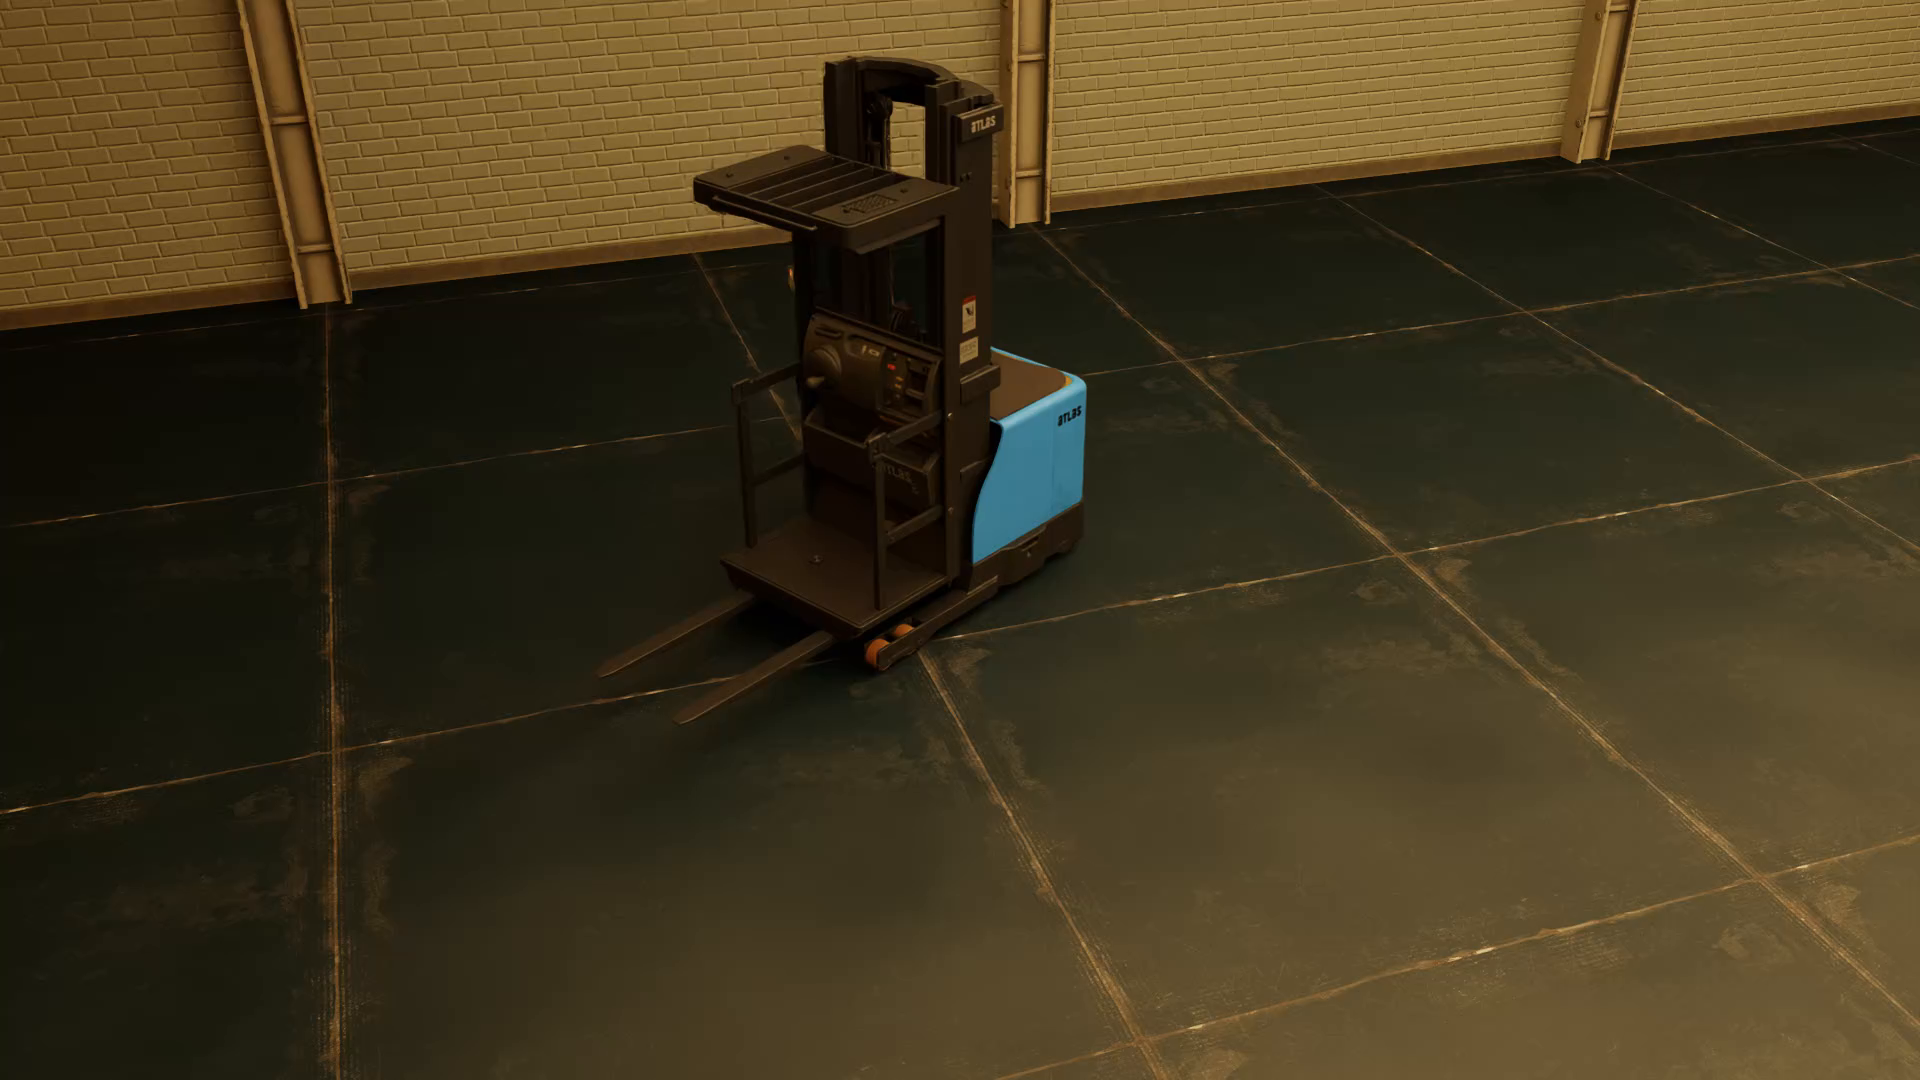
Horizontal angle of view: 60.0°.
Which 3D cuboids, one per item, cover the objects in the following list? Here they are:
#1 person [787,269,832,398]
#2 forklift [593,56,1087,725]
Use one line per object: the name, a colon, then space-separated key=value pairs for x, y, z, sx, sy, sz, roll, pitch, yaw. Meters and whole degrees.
person: x=-0.655 y=-1.060 z=10.428 sx=0.793 sy=1.438 sz=1.577 roll=-25 pitch=38 yaw=-36
forklift: x=-0.610 y=-0.863 z=8.587 sx=1.130 sy=2.935 sz=3.031 roll=24 pitch=37 yaw=35
